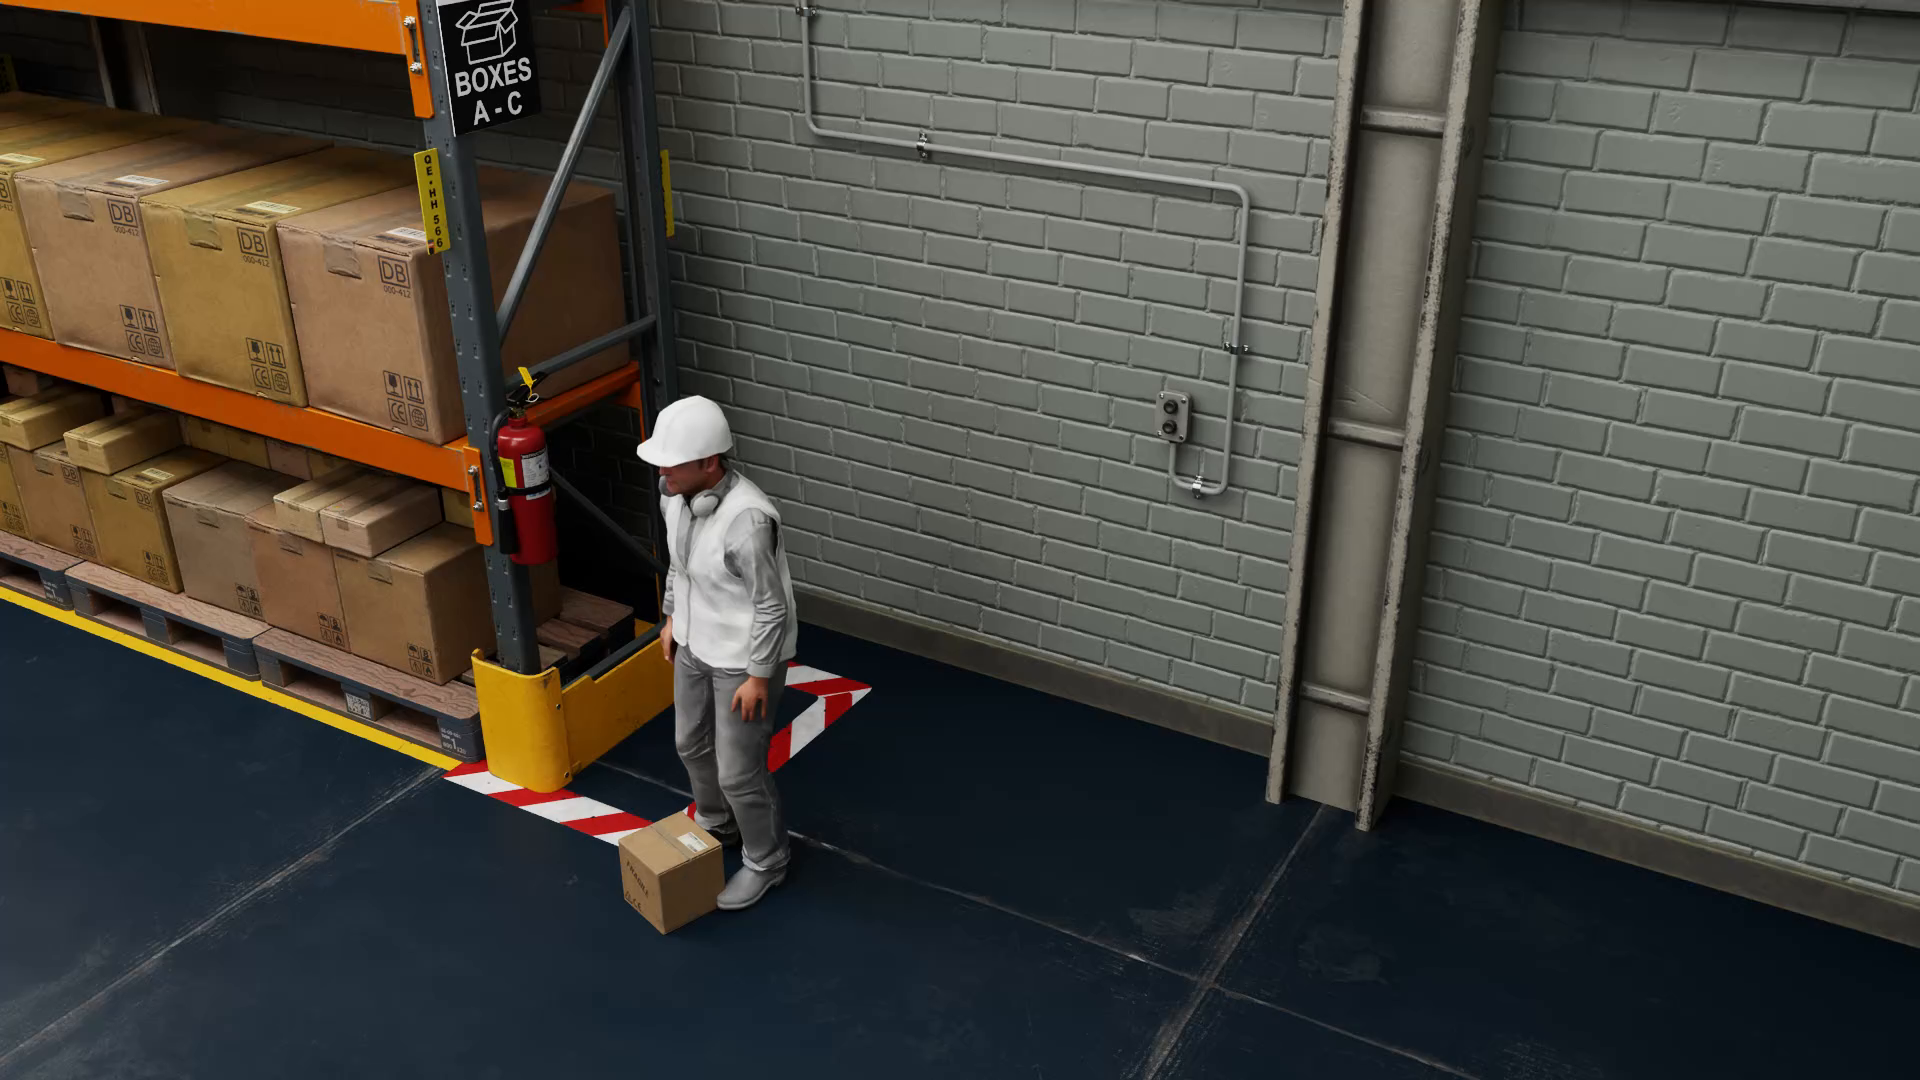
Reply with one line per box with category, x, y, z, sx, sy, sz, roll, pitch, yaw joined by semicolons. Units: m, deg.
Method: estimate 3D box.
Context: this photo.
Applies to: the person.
person;-0.770;0.352;5.374;0.463;1.771;0.580;-20;33;-35
